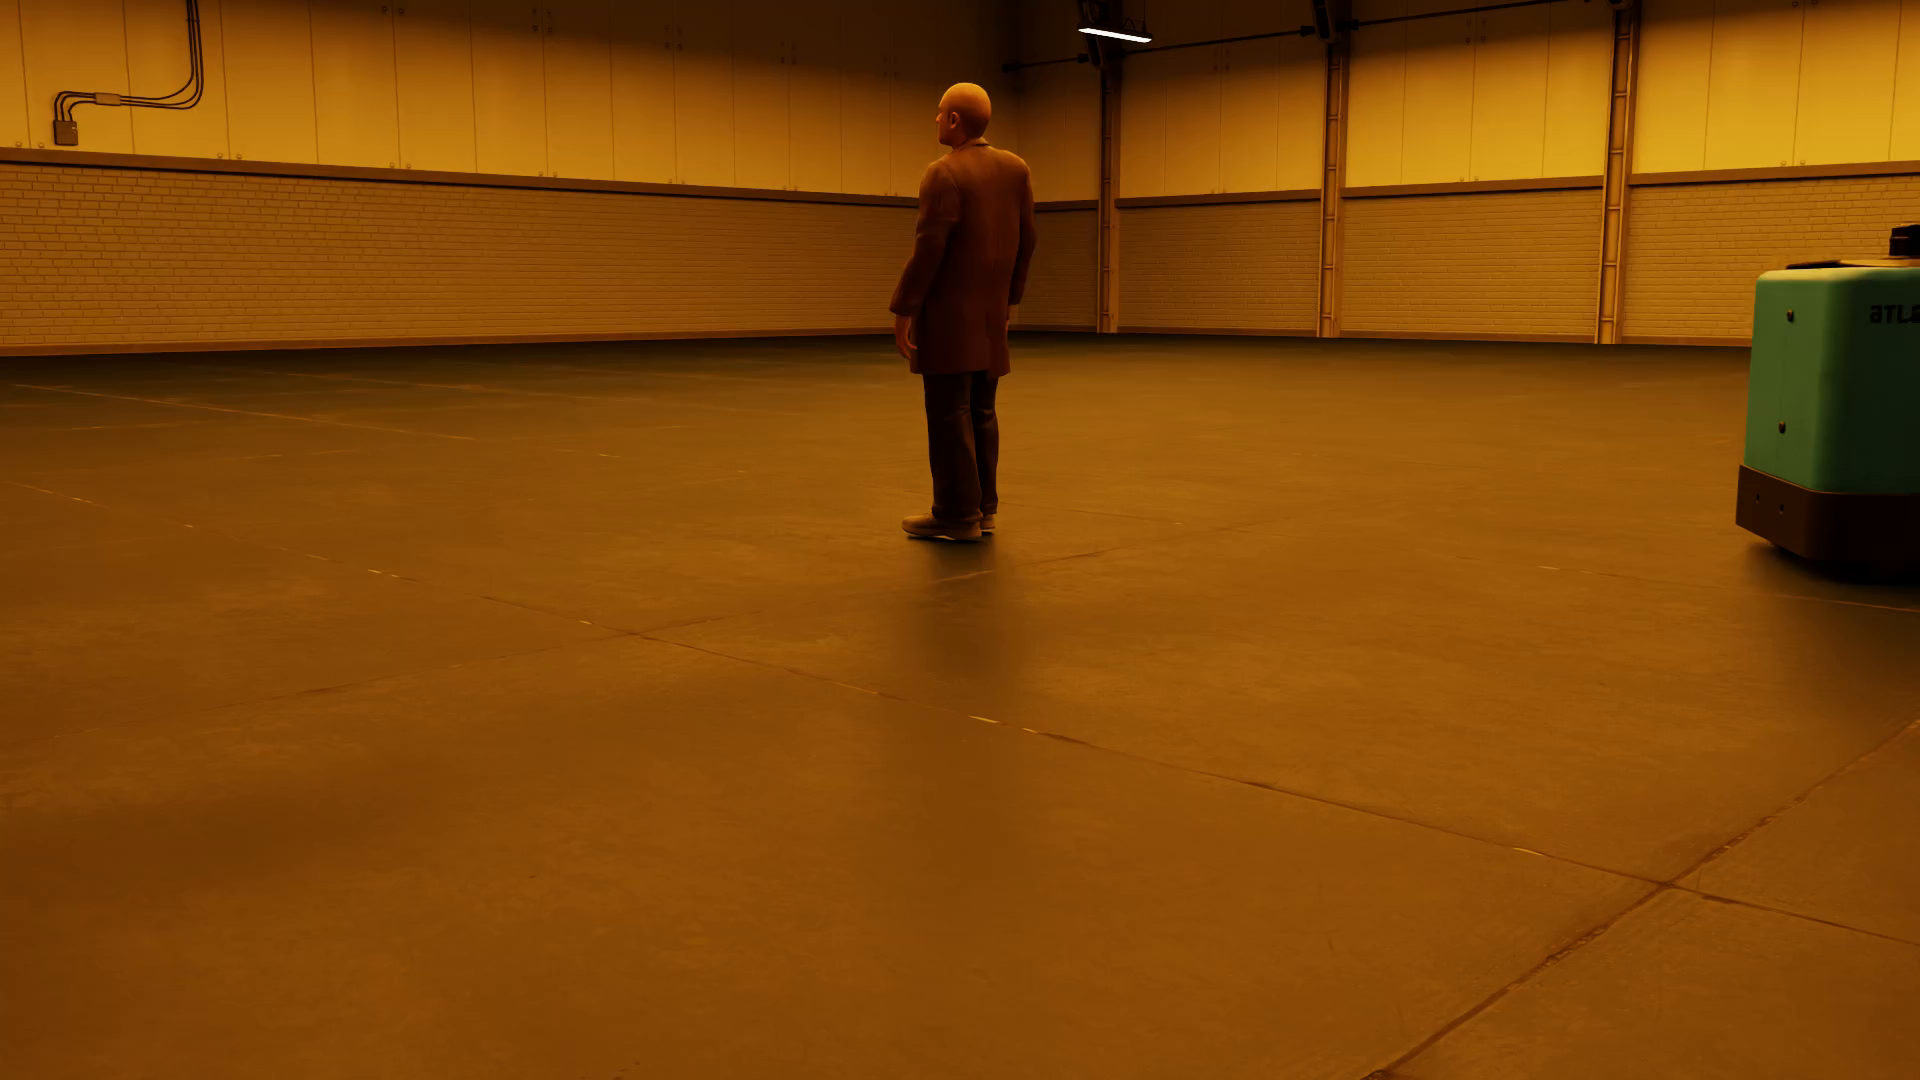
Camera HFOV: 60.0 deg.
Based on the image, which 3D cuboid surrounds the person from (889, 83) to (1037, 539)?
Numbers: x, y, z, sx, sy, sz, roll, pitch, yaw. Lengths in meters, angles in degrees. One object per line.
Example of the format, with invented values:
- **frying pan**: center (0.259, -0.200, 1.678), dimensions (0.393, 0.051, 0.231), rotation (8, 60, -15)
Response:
- **person**: center (-0.062, -0.896, 6.650), dimensions (0.582, 1.775, 0.696), rotation (8, 12, 43)

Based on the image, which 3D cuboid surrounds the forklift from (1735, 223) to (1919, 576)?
- **forklift**: center (4.517, -1.338, 5.761), dimensions (3.031, 2.935, 1.130), rotation (2, 9, 10)
